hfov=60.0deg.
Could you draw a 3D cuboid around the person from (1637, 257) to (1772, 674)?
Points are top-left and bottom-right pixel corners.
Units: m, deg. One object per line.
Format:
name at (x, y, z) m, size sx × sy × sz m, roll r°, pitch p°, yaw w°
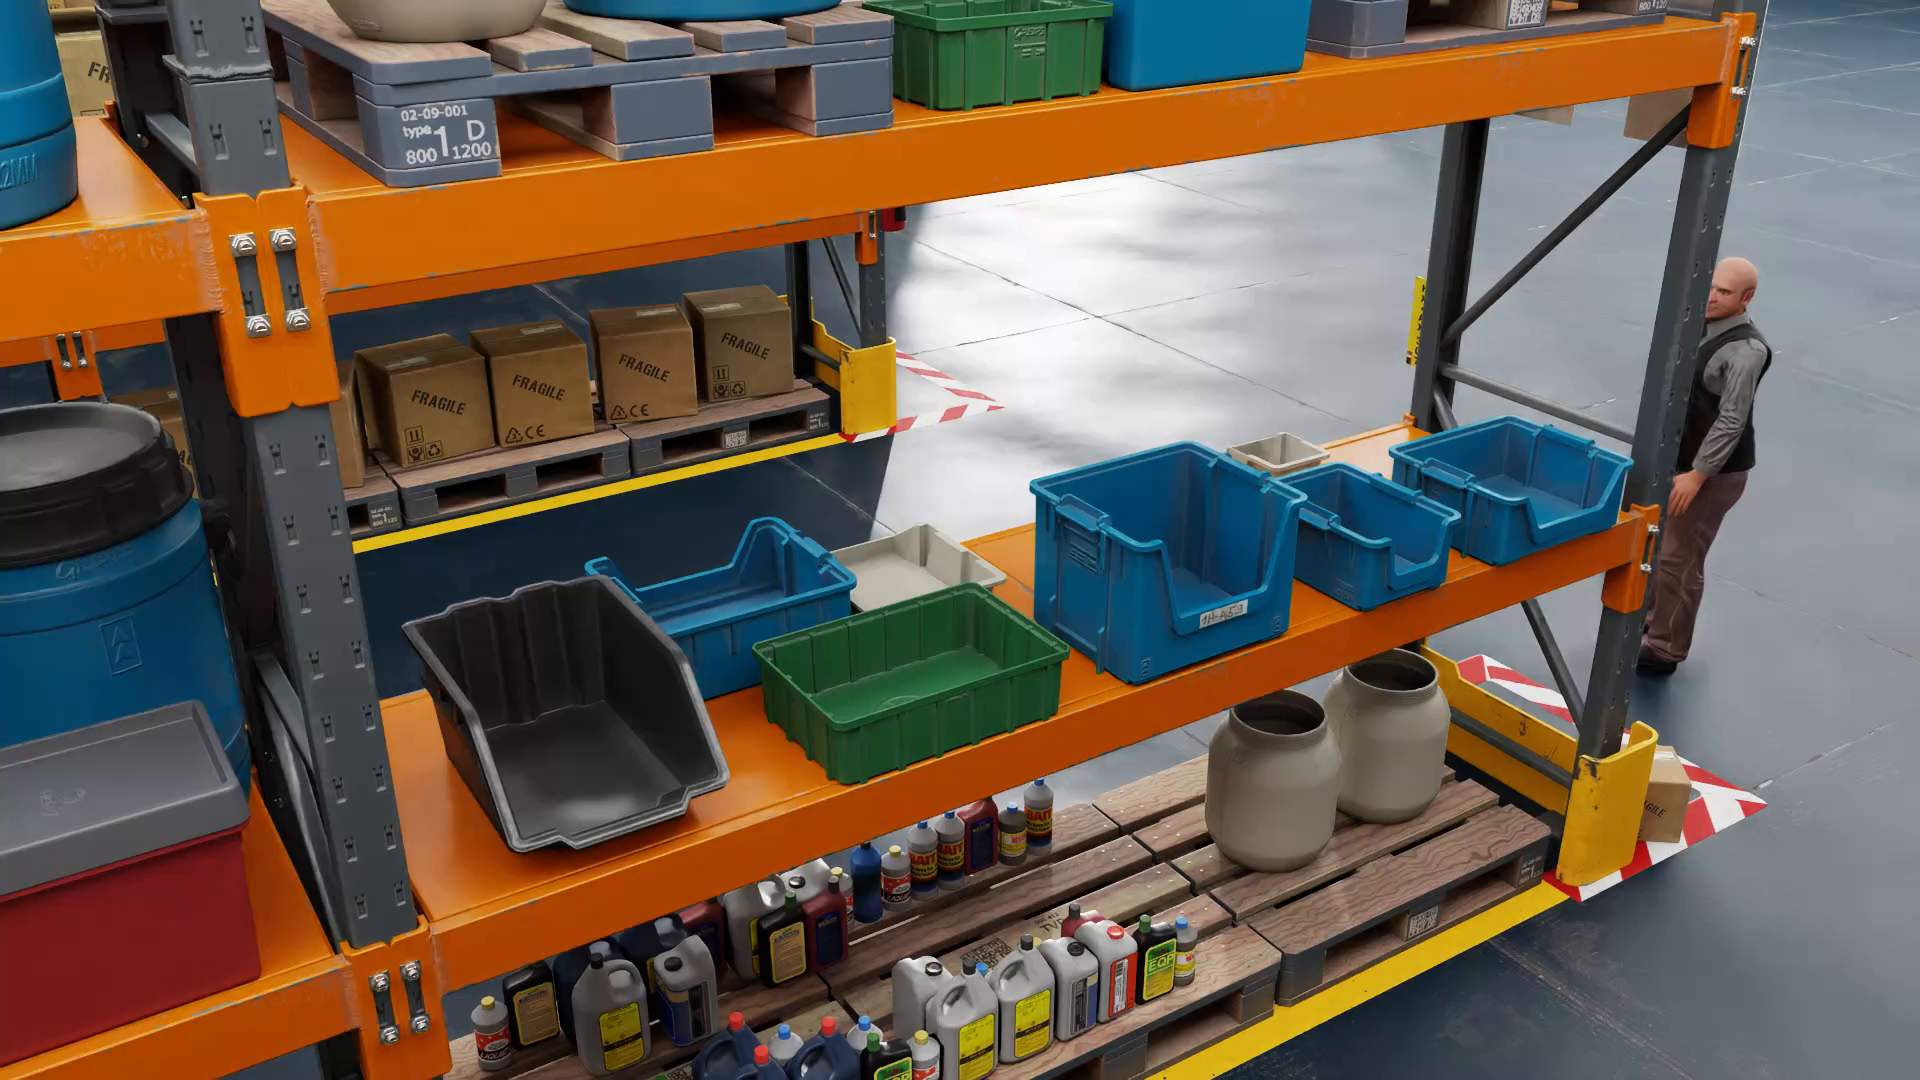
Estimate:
person at (2.949, -0.283, 6.738) m, size 0.423 × 1.761 × 0.571 m, roll 2°, pitch 25°, yaw 5°
